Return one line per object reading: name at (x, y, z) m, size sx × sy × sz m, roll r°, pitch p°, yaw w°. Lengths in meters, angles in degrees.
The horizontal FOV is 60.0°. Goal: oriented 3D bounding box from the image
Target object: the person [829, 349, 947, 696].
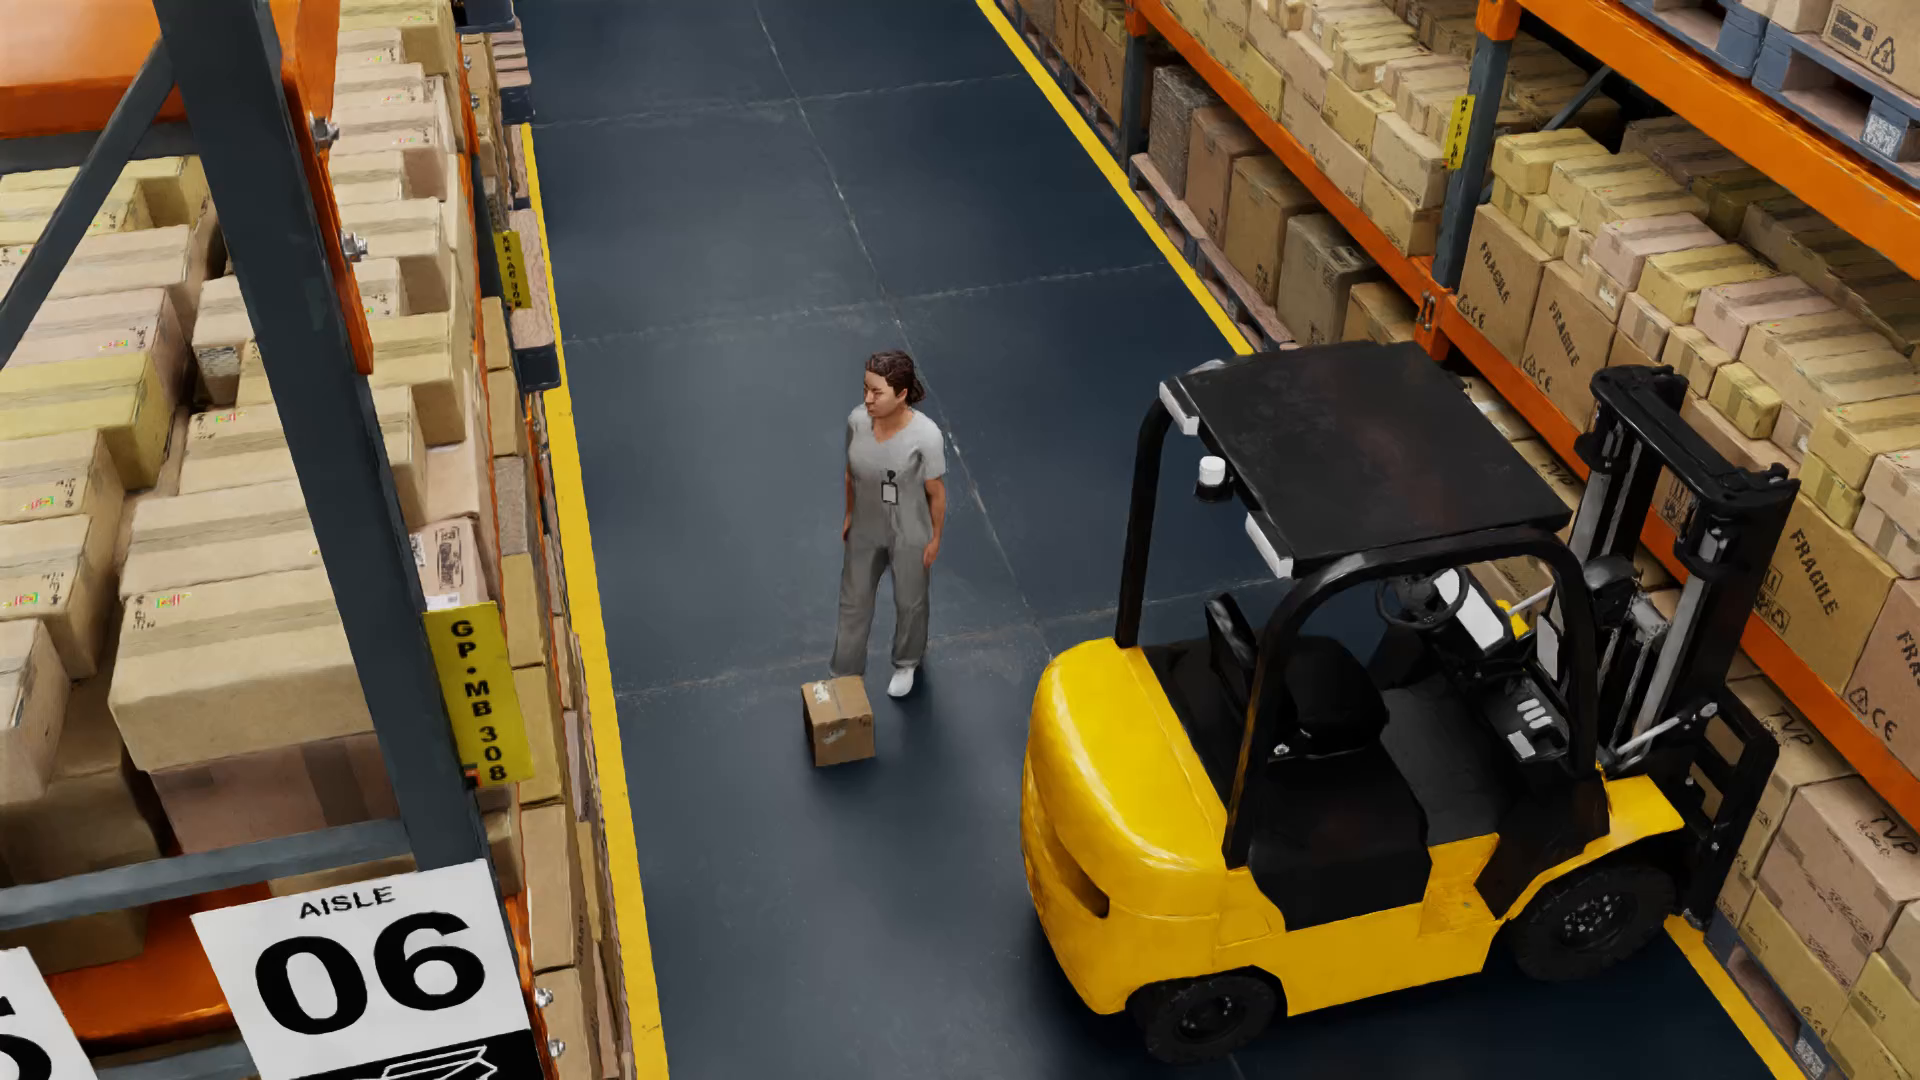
person at (-0.318, 0.006, 6.697) m, size 0.461 × 1.672 × 0.549 m, roll 17°, pitch 42°, yaw 21°
